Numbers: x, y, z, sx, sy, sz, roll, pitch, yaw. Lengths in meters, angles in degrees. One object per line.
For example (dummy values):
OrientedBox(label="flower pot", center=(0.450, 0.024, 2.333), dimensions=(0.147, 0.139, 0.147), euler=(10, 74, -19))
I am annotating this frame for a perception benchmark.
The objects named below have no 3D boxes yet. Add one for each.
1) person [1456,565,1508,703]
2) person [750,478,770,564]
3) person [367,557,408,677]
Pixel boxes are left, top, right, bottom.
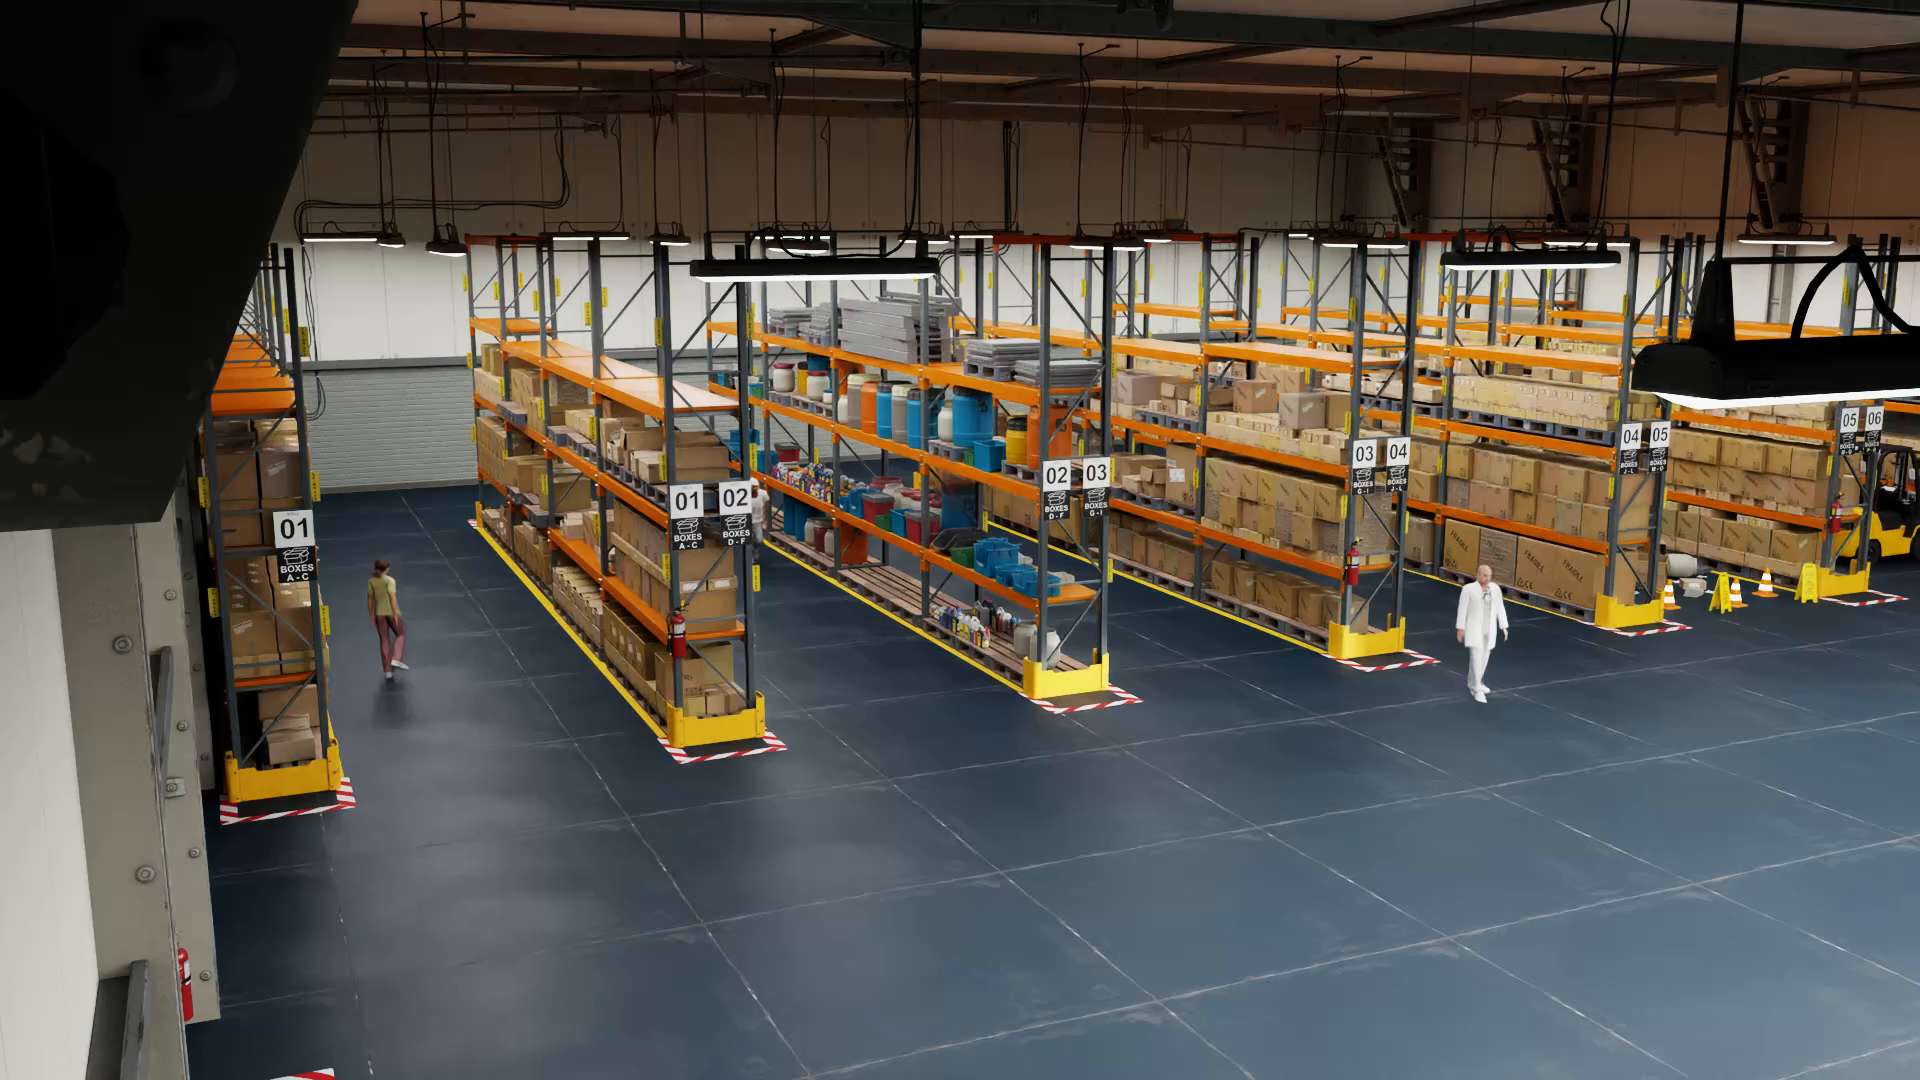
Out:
OrientedBox(label="person", center=(6.974, 1.231, 22.211), dimensions=(0.651, 1.828, 0.658), euler=(-2, 11, -10))
OrientedBox(label="person", center=(-3.820, -0.350, 30.580), dimensions=(0.713, 1.659, 0.720), euler=(-3, 11, -13))
OrientedBox(label="person", center=(-7.995, 1.073, 23.188), dimensions=(0.503, 1.657, 0.456), euler=(-2, 11, -9))
